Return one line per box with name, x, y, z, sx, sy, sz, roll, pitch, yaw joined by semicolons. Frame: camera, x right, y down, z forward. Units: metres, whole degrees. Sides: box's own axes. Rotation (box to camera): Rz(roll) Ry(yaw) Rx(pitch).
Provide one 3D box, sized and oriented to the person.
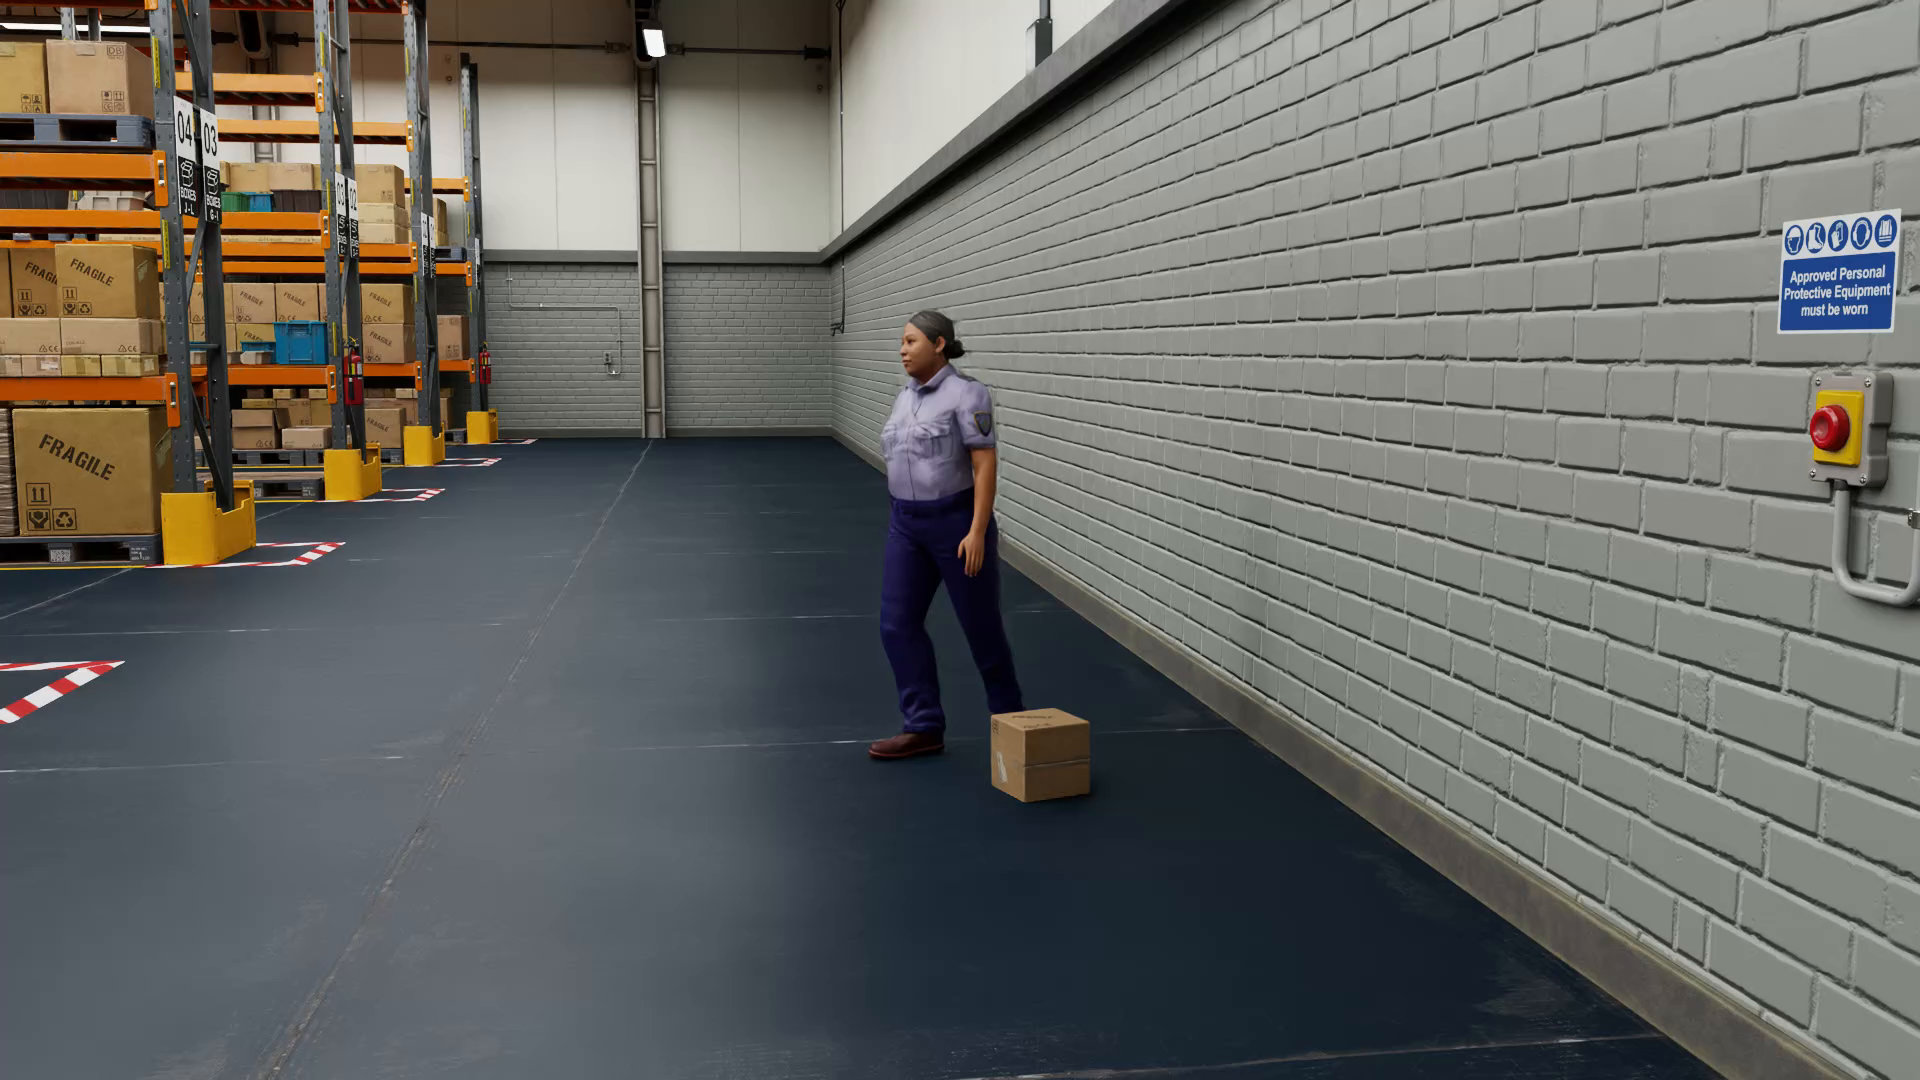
person;-0.028;-0.022;6.140;0.554;1.636;0.598;6;9;42
